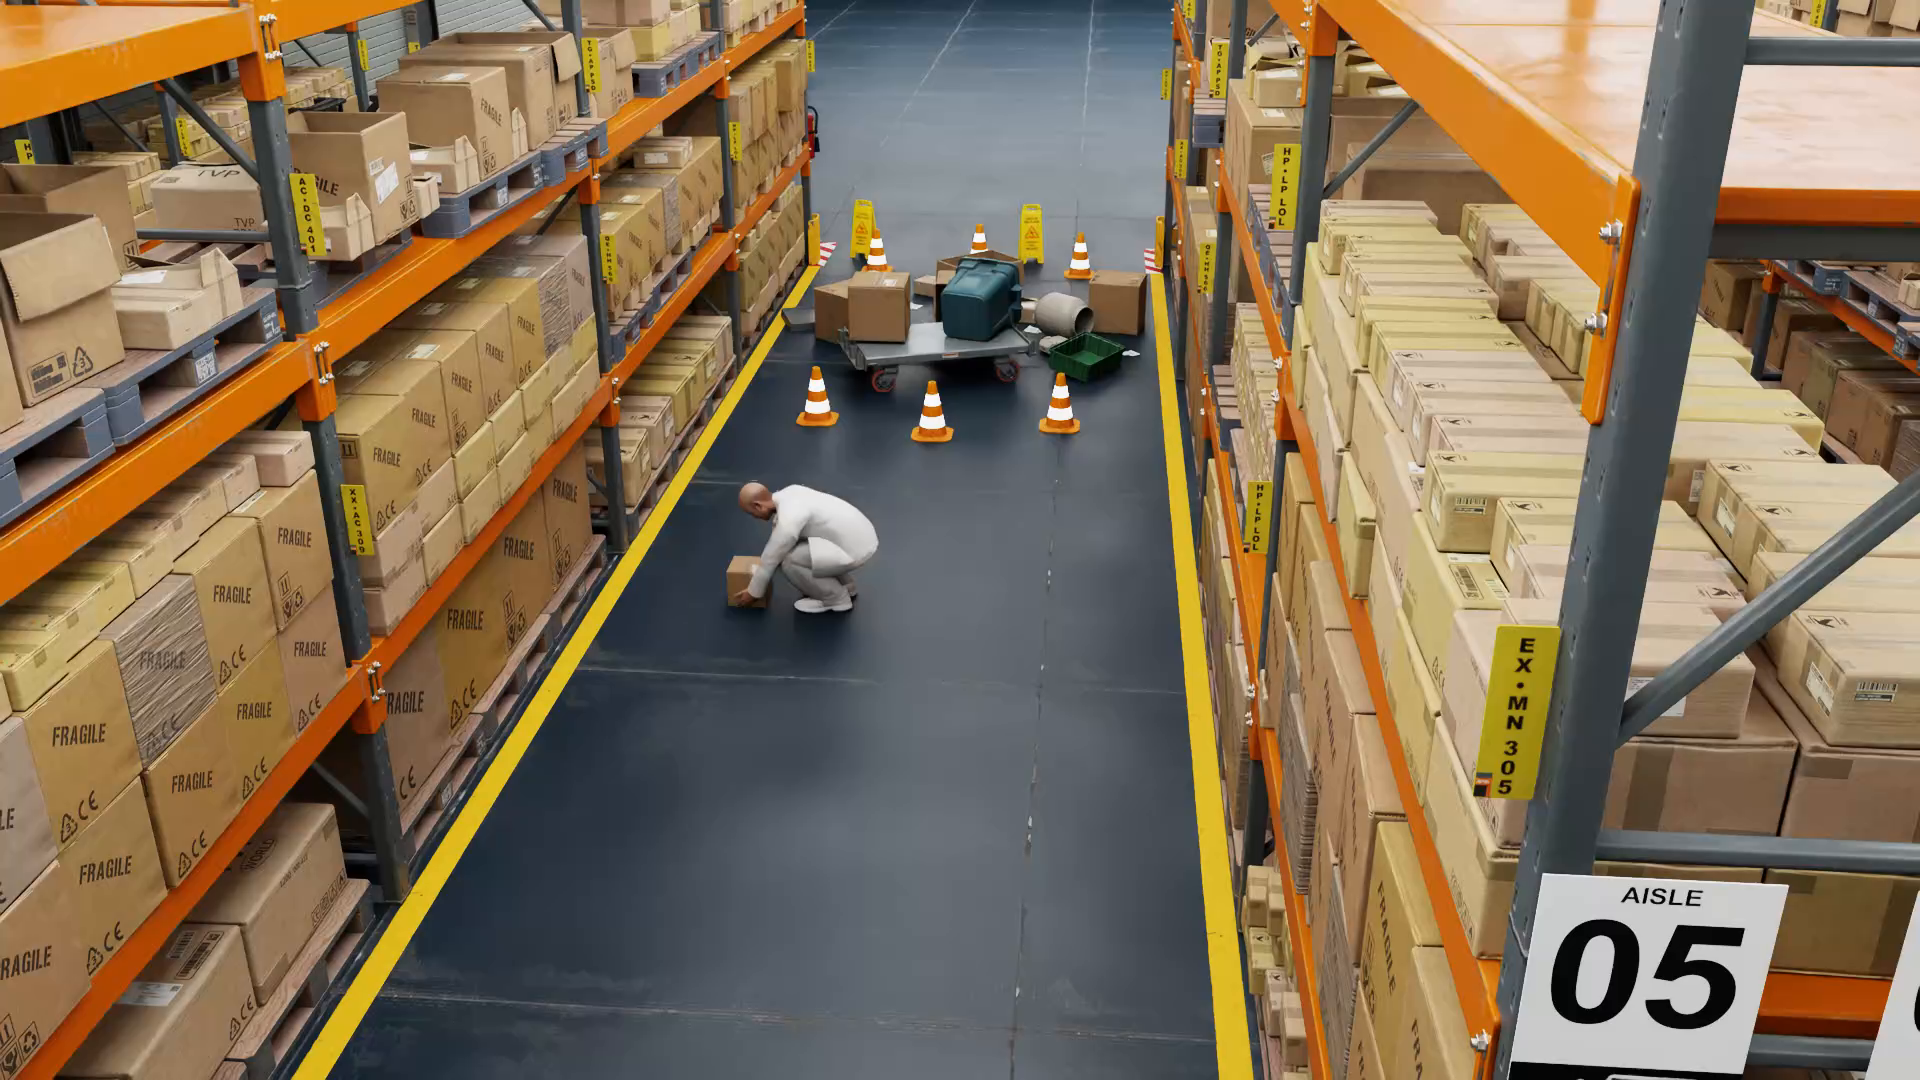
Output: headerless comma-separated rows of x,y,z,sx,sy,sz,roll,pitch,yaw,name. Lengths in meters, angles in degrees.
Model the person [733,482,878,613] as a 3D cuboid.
-0.996,0.044,10.732,0.935,0.845,0.587,2,24,4,person
